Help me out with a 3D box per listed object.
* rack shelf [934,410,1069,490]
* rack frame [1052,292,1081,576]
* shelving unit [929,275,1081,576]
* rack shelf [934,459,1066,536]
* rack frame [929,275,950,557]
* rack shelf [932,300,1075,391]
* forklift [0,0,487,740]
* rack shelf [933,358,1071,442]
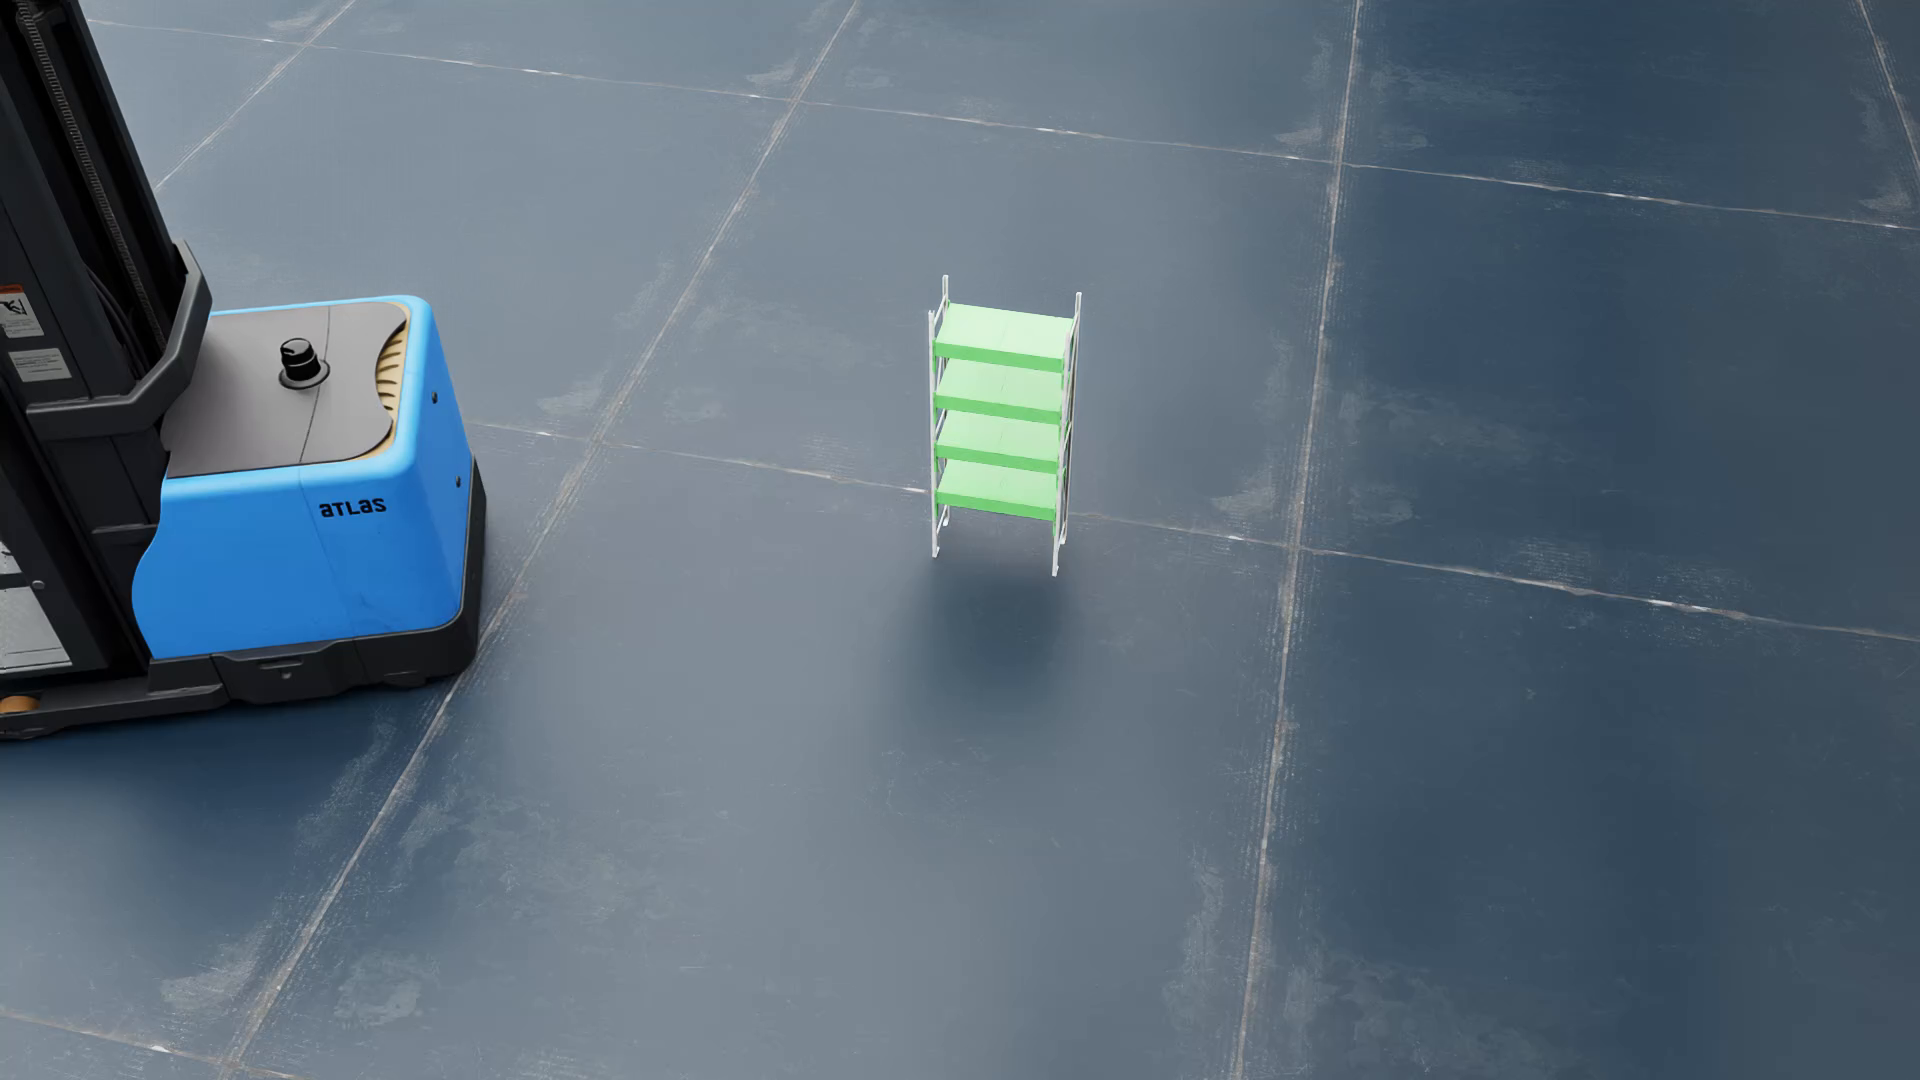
[{"bbox_3d":[0.162,-0.361,6.352,0.480,0.148,0.258,9,45,9],"label":"rack shelf"},{"bbox_3d":[0.400,-0.370,6.269,0.015,1.200,0.240,9,45,9],"label":"rack frame"},{"bbox_3d":[0.162,-0.407,6.308,0.503,1.200,0.258,9,45,9],"label":"shelving unit"},{"bbox_3d":[0.162,-0.188,6.519,0.480,0.148,0.258,9,45,9],"label":"rack shelf"},{"bbox_3d":[-0.077,-0.444,6.346,0.015,1.200,0.240,9,45,9],"label":"rack frame"},{"bbox_3d":[0.162,-0.707,6.019,0.480,0.148,0.258,9,45,9],"label":"rack shelf"},{"bbox_3d":[-3.369,-0.711,5.375,3.031,2.935,1.130,-6,44,-7],"label":"forklift"},{"bbox_3d":[0.162,-0.534,6.186,0.480,0.148,0.258,9,45,9],"label":"rack shelf"}]
